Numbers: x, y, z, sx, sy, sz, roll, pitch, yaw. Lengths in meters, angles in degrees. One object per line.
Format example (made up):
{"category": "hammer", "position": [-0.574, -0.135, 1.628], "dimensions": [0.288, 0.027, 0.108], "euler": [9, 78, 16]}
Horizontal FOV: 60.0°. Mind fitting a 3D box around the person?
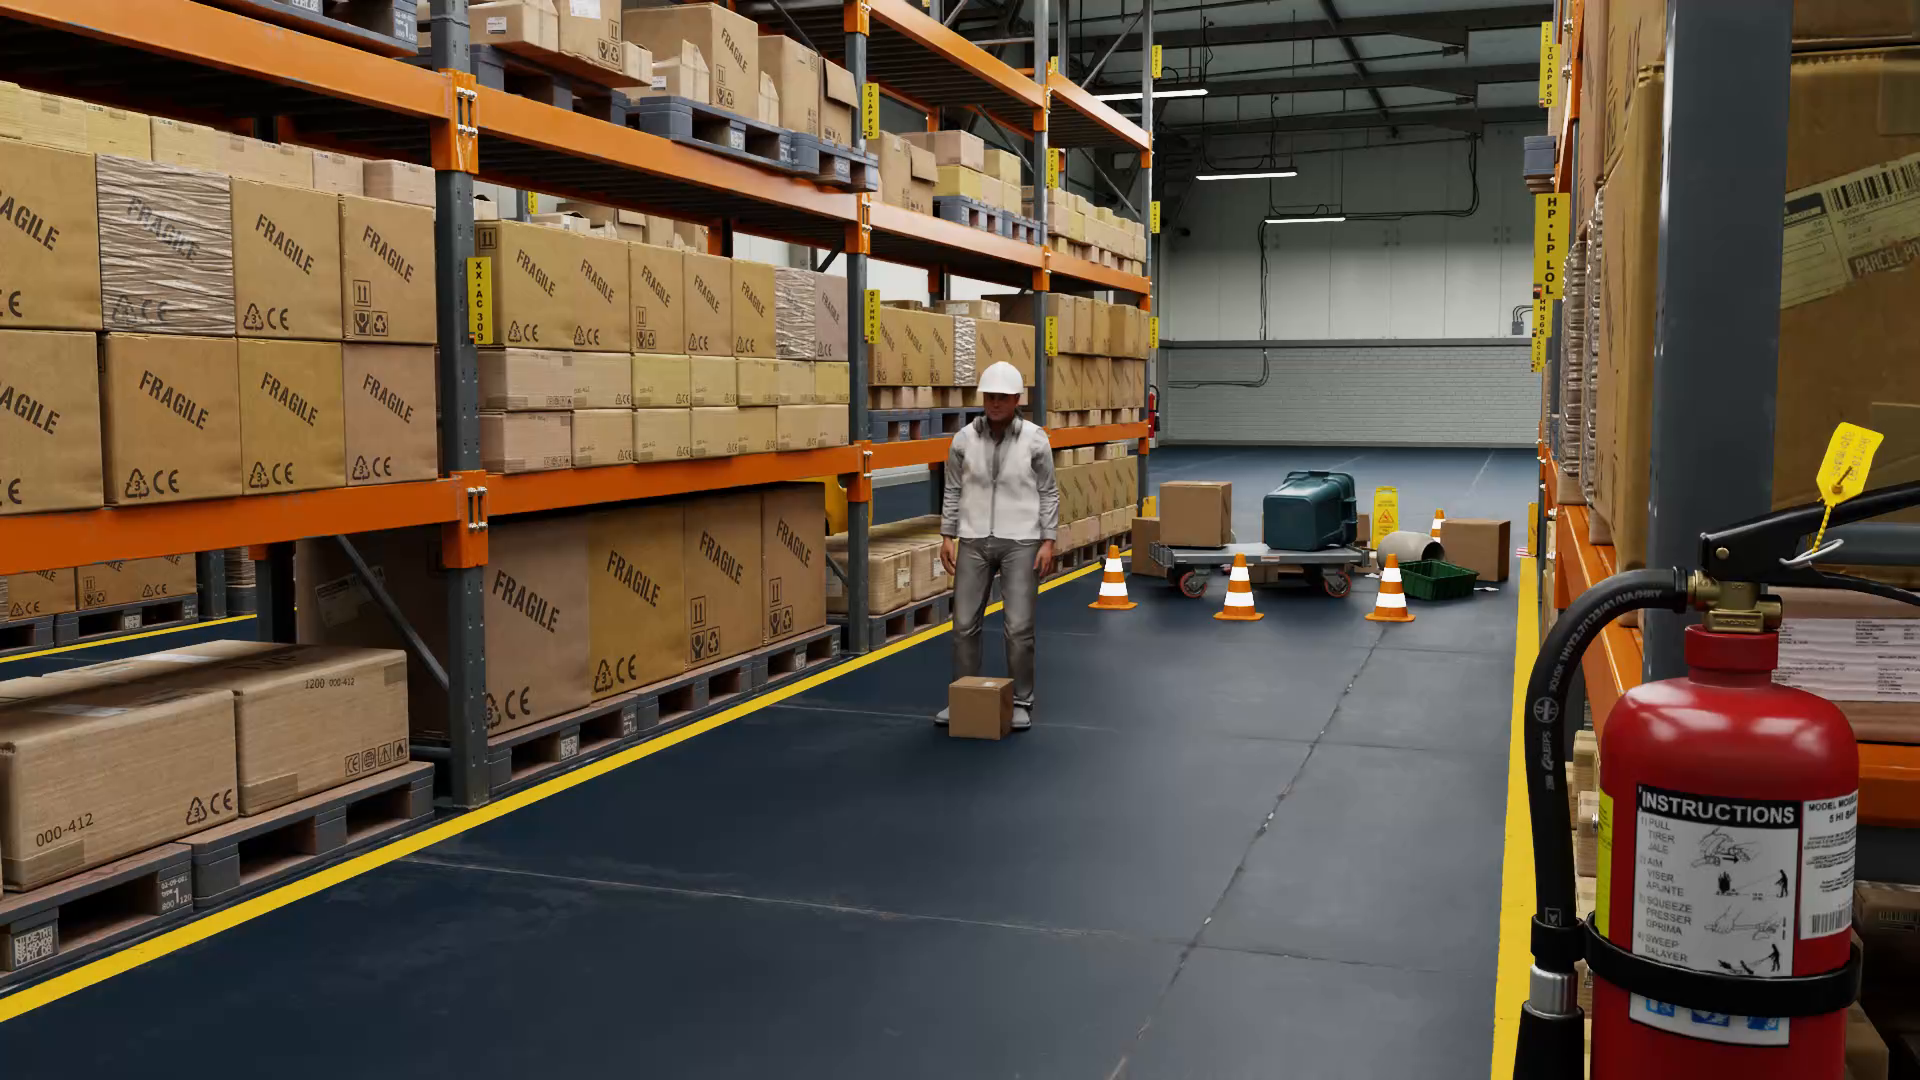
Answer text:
{"category": "person", "position": [0.186, 0.021, 8.115], "dimensions": [0.590, 1.770, 0.465], "euler": [1, 5, 15]}
